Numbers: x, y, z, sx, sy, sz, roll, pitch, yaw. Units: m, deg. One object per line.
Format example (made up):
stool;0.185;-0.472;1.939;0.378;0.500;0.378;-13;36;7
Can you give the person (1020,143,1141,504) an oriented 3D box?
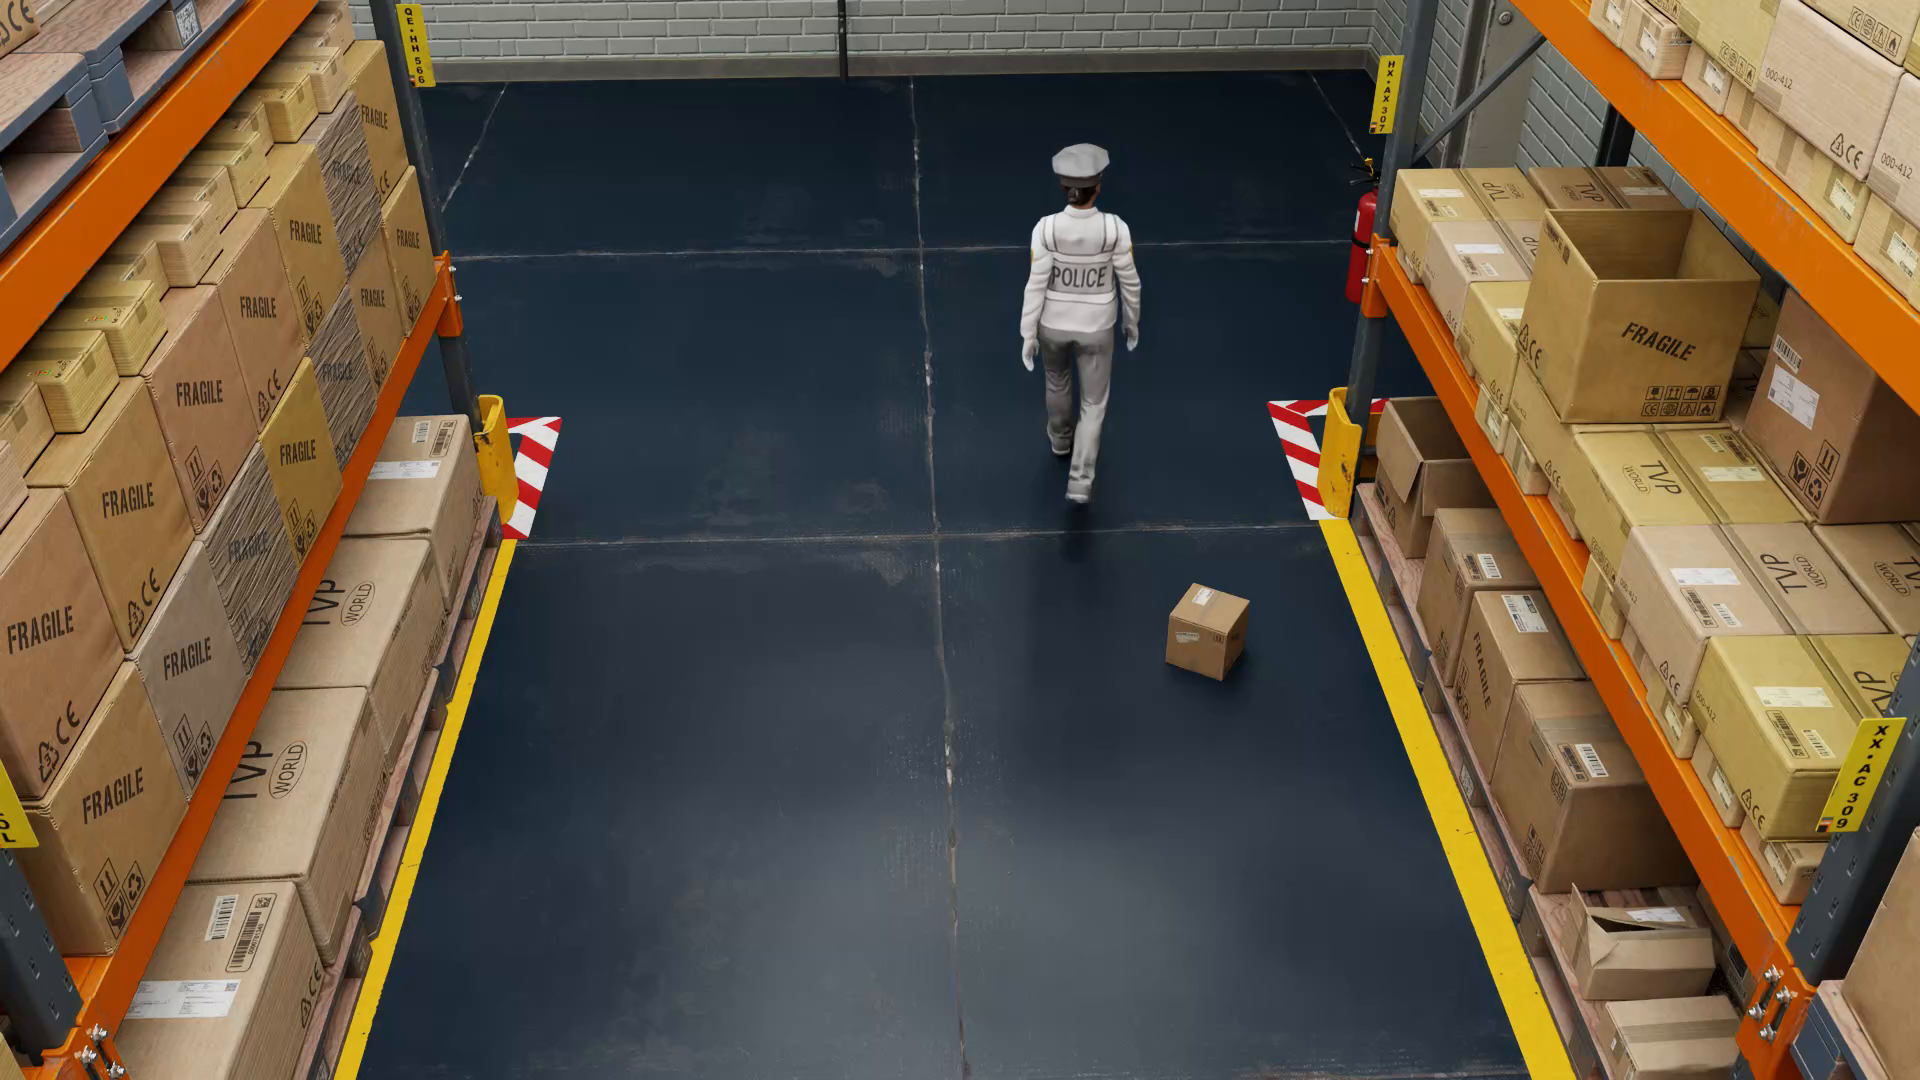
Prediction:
person;0.541;-0.961;7.483;0.527;1.621;0.925;4;36;6
